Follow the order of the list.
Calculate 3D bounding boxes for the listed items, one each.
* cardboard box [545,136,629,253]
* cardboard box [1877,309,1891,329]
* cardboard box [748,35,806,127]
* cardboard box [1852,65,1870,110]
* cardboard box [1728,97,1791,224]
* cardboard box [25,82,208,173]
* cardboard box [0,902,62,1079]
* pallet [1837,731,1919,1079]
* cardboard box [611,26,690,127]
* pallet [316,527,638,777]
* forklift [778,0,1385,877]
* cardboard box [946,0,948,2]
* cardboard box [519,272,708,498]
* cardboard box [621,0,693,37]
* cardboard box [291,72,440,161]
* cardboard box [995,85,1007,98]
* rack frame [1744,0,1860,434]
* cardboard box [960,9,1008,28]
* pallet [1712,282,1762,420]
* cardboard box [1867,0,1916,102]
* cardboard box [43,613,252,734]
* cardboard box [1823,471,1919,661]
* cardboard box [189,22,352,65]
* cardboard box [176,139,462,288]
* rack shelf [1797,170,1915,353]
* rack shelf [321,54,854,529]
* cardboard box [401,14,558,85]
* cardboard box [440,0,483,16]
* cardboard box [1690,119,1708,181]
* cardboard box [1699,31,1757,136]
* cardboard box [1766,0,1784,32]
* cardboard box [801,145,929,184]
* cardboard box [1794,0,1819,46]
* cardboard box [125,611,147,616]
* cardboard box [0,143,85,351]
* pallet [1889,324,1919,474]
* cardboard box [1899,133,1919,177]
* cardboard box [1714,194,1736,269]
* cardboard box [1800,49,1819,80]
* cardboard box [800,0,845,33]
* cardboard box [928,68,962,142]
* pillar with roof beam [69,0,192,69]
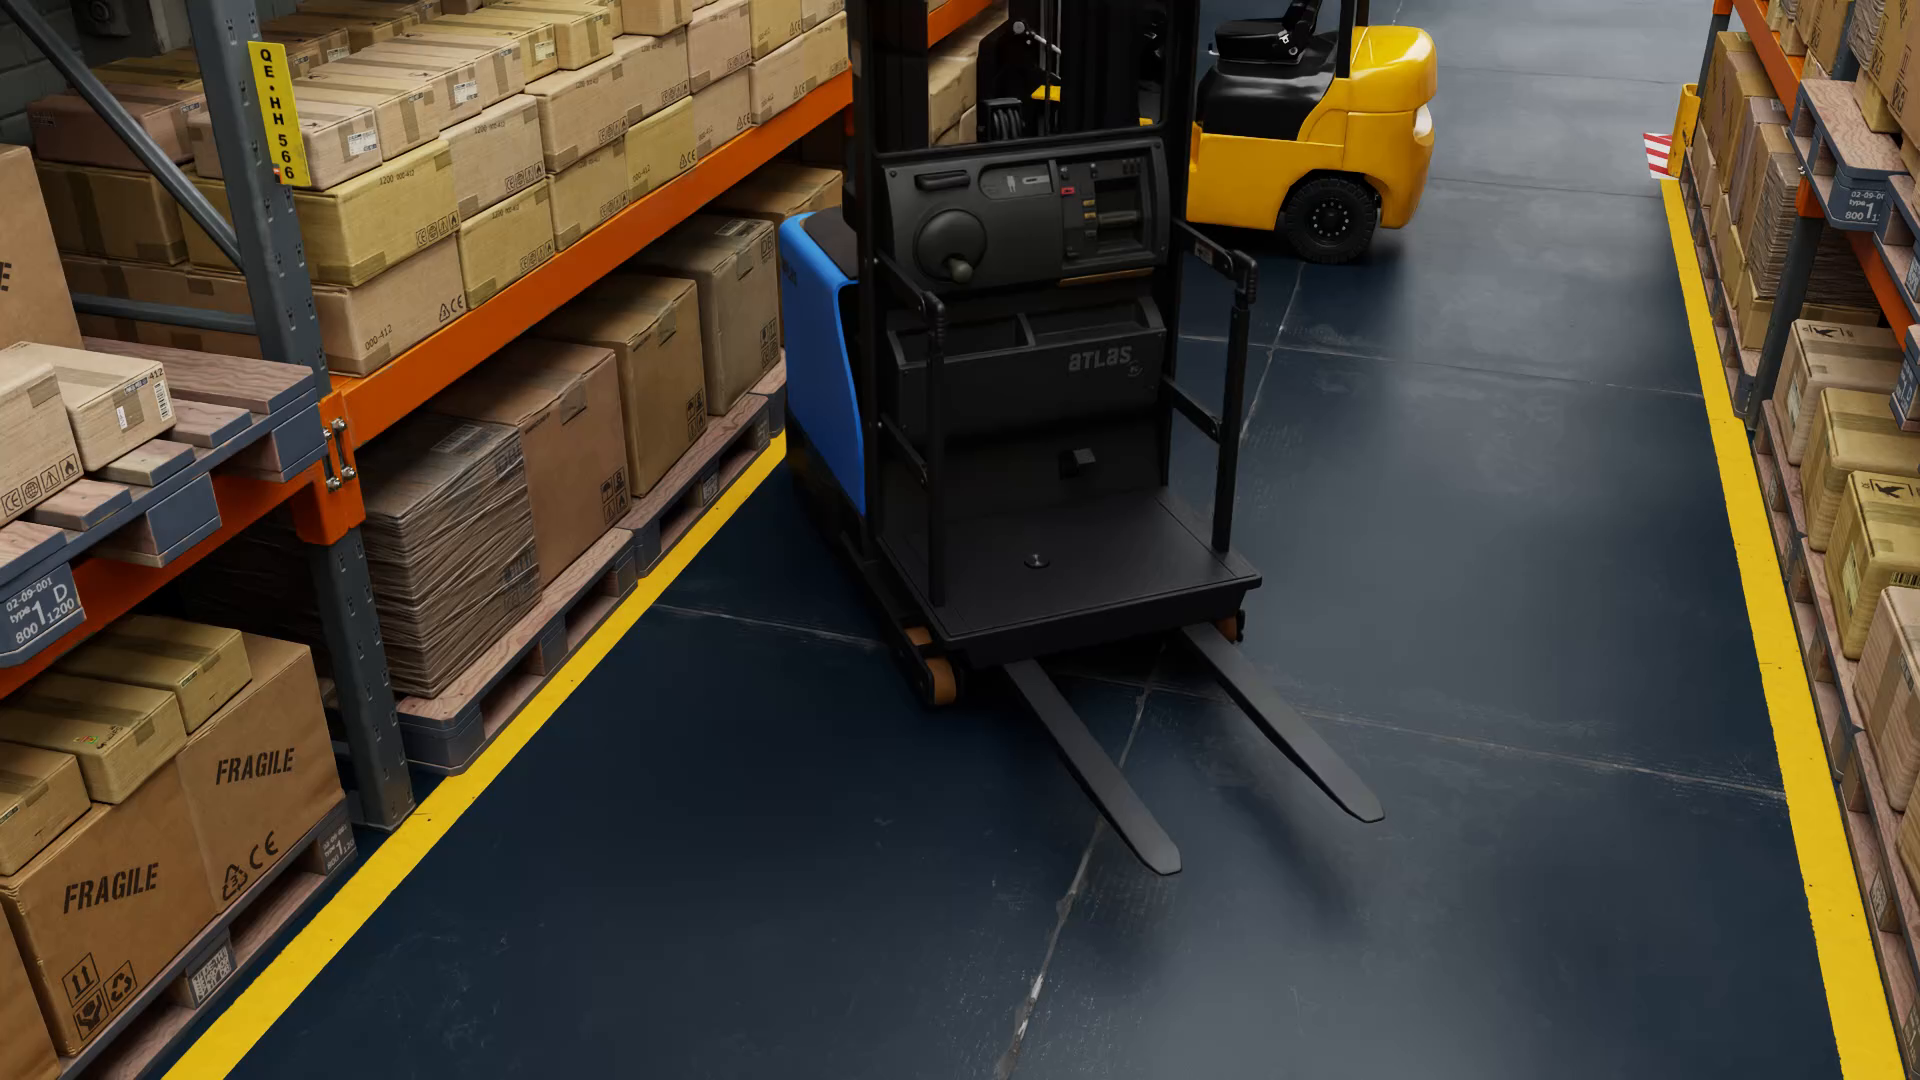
[{"bbox_3d":[-1.417,-1.151,5.388,0.500,0.250,0.500,8,30,13],"label":"cardboard box"},{"bbox_3d":[4.273,-0.942,7.254,0.500,0.250,0.500,7,30,13],"label":"cardboard box"},{"bbox_3d":[-0.944,-1.859,6.661,0.500,0.250,0.500,8,30,15],"label":"cardboard box"},{"bbox_3d":[3.378,-1.586,5.842,0.380,0.149,0.250,9,30,16],"label":"cardboard box"},{"bbox_3d":[4.055,-1.821,8.063,0.500,0.500,0.500,10,31,18],"label":"cardboard box"},{"bbox_3d":[-2.176,-1.079,4.334,0.380,0.149,0.250,9,30,16],"label":"cardboard box"},{"bbox_3d":[-2.305,1.039,3.436,0.500,0.500,0.500,10,31,17],"label":"cardboard box"},{"bbox_3d":[2.899,0.990,4.253,1.003,0.211,1.213,8,30,15],"label":"pallet"},{"bbox_3d":[-1.270,-1.610,5.699,0.500,0.250,0.500,9,30,16],"label":"cardboard box"},{"bbox_3d":[-1.799,0.270,5.548,1.003,0.211,1.213,8,30,15],"label":"pallet"},{"bbox_3d":[0.297,-0.974,4.987,1.130,2.935,3.031,-10,31,-18],"label":"forklift"},{"bbox_3d":[-0.240,-3.123,8.676,0.500,0.500,0.500,8,30,14],"label":"cardboard box"},{"bbox_3d":[-1.500,-0.623,6.296,0.875,0.625,0.625,7,30,13],"label":"cardboard box"},{"bbox_3d":[-1.143,-1.835,5.693,0.380,0.149,0.250,8,30,14],"label":"cardboard box"},{"bbox_3d":[-1.626,-1.129,4.424,0.380,0.149,0.250,9,30,16],"label":"cardboard box"},{"bbox_3d":[-0.013,-2.513,9.564,0.500,0.250,0.500,8,30,15],"label":"cardboard box"},{"bbox_3d":[3.842,-1.724,6.264,1.000,3.000,0.127,8,30,15],"label":"rack frame"},{"bbox_3d":[0.150,-2.976,9.882,0.500,0.250,0.500,9,30,16],"label":"cardboard box"},{"bbox_3d":[4.005,-0.823,7.512,1.003,0.211,1.213,8,30,15],"label":"pallet"},{"bbox_3d":[3.284,-1.672,5.328,0.500,0.500,0.500,9,30,15],"label":"cardboard box"},{"bbox_3d":[-1.981,0.319,4.063,0.380,0.149,0.250,7,30,12],"label":"cardboard box"},{"bbox_3d":[3.280,0.143,5.179,0.950,0.372,0.625,10,30,17],"label":"cardboard box"},{"bbox_3d":[-2.066,-1.452,5.005,0.380,0.149,0.250,8,30,14],"label":"cardboard box"},{"bbox_3d":[-1.691,-0.893,4.409,0.500,0.250,0.500,8,30,15],"label":"cardboard box"},{"bbox_3d":[3.255,-0.480,4.768,1.077,0.370,4.000,8,30,15],"label":"rack shelf"},{"bbox_3d":[-1.491,-1.187,6.038,1.077,0.370,4.000,8,30,15],"label":"rack shelf"},{"bbox_3d":[-1.465,-1.497,5.085,0.380,0.149,0.250,9,30,15],"label":"cardboard box"},{"bbox_3d":[-1.744,-1.795,5.622,0.380,0.149,0.250,9,30,16],"label":"cardboard box"},{"bbox_3d":[4.515,-2.230,9.569,0.500,0.250,0.500,8,30,14],"label":"cardboard box"},{"bbox_3d":[4.509,-2.546,9.367,0.500,0.500,0.500,7,30,13],"label":"cardboard box"},{"bbox_3d":[4.085,-2.519,7.952,0.380,0.149,0.250,9,30,15],"label":"cardboard box"},{"bbox_3d":[-0.467,-1.812,8.304,0.500,0.250,0.500,8,30,15],"label":"cardboard box"},{"bbox_3d":[3.879,-2.380,7.034,0.500,0.500,0.500,10,30,17],"label":"cardboard box"},{"bbox_3d":[-2.470,0.493,4.418,0.500,0.500,0.500,10,31,17],"label":"cardboard box"},{"bbox_3d":[-2.379,-0.582,3.676,0.500,0.500,0.500,10,31,17],"label":"cardboard box"},{"bbox_3d":[2.775,-0.128,3.592,1.213,0.211,1.003,8,30,15],"label":"pallet"},{"bbox_3d":[3.170,-1.215,5.175,0.380,0.149,0.250,9,30,16],"label":"cardboard box"},{"bbox_3d":[4.059,-1.504,8.264,0.500,0.250,0.500,9,30,16],"label":"cardboard box"},{"bbox_3d":[3.712,-1.924,6.882,0.380,0.149,0.250,9,30,16],"label":"cardboard box"},{"bbox_3d":[-0.804,-2.319,6.973,0.500,0.250,0.500,8,30,14],"label":"cardboard box"},{"bbox_3d":[-0.302,-2.266,8.605,0.500,0.250,0.500,9,30,15],"label":"cardboard box"},{"bbox_3d":[1.558,-3.314,2.950,9.100,9.000,0.400,8,30,15],"label":"pillar with roof beam"}]
